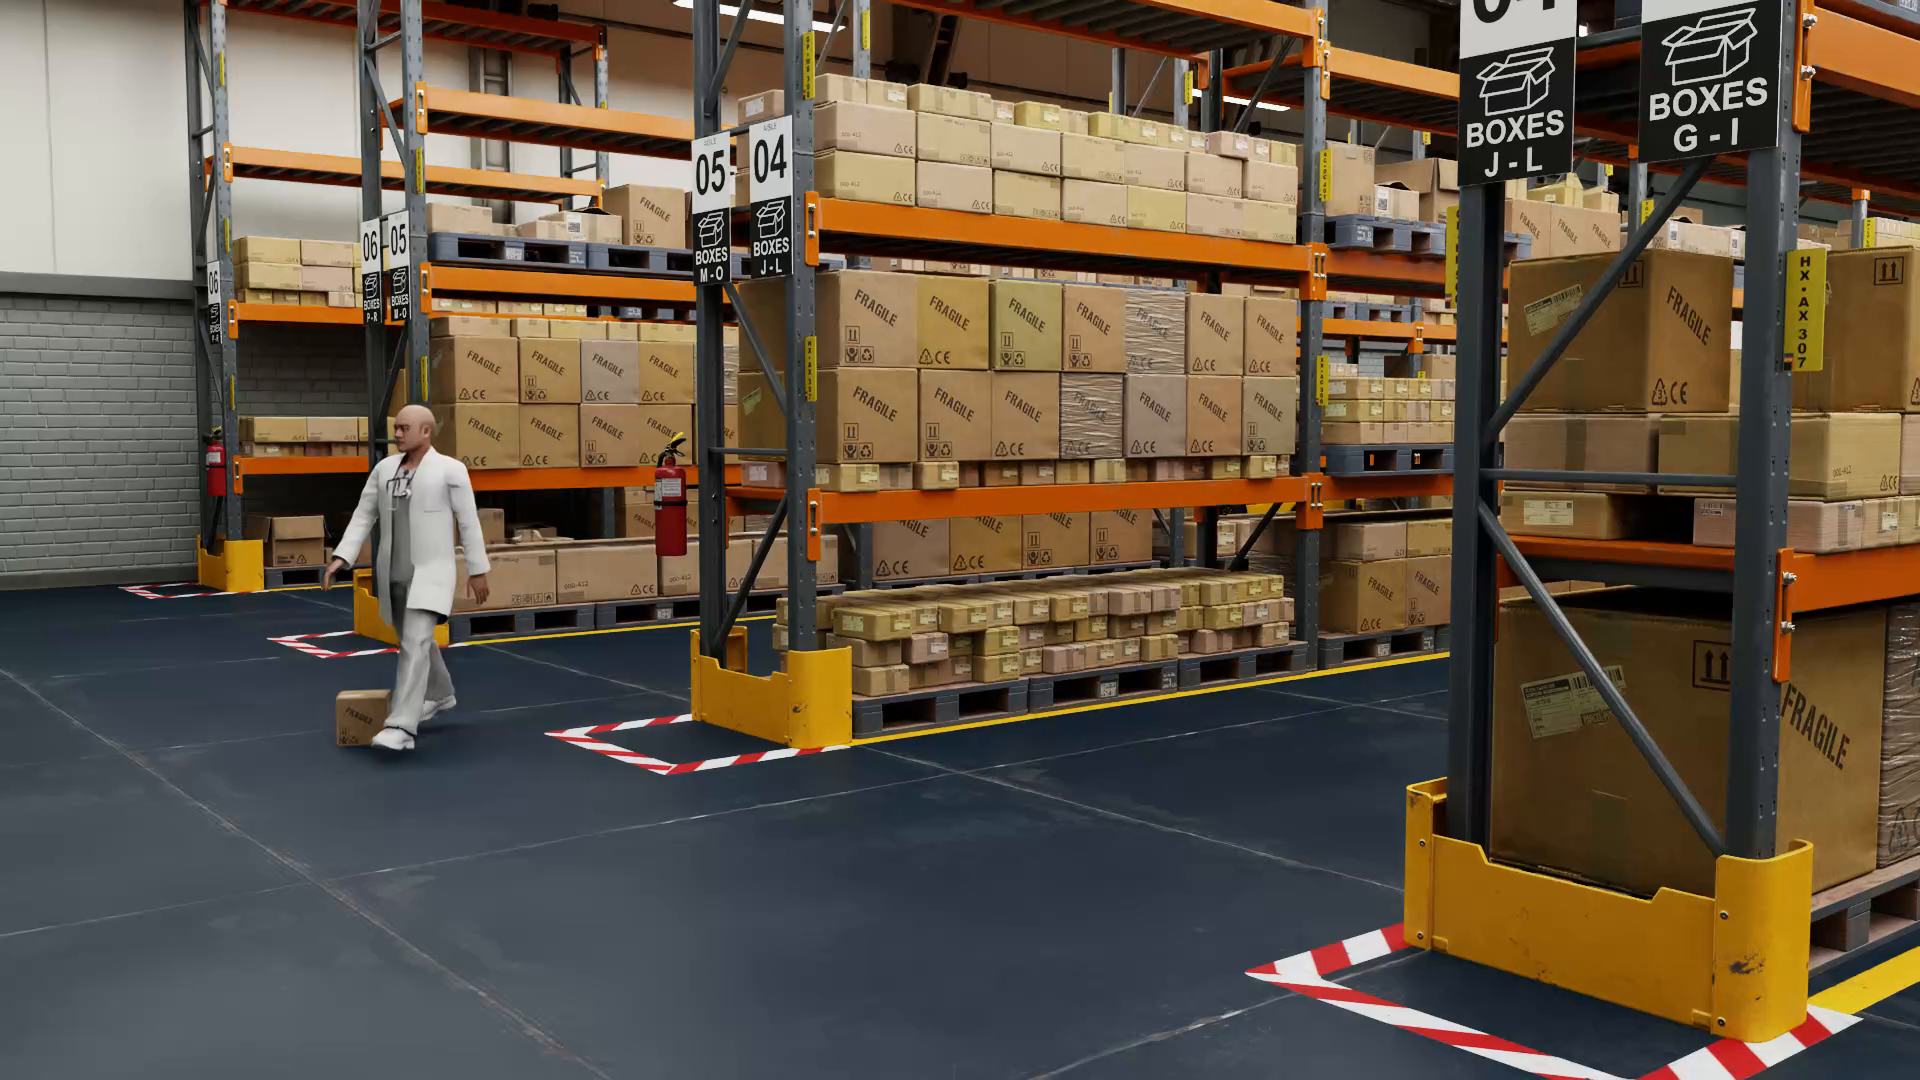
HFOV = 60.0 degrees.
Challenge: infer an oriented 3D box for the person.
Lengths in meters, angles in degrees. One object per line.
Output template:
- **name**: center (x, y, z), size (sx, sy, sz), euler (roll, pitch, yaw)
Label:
- **person**: center (-2.836, 0.169, 8.592), size (0.696, 1.729, 1.133), euler (1, 4, 14)
